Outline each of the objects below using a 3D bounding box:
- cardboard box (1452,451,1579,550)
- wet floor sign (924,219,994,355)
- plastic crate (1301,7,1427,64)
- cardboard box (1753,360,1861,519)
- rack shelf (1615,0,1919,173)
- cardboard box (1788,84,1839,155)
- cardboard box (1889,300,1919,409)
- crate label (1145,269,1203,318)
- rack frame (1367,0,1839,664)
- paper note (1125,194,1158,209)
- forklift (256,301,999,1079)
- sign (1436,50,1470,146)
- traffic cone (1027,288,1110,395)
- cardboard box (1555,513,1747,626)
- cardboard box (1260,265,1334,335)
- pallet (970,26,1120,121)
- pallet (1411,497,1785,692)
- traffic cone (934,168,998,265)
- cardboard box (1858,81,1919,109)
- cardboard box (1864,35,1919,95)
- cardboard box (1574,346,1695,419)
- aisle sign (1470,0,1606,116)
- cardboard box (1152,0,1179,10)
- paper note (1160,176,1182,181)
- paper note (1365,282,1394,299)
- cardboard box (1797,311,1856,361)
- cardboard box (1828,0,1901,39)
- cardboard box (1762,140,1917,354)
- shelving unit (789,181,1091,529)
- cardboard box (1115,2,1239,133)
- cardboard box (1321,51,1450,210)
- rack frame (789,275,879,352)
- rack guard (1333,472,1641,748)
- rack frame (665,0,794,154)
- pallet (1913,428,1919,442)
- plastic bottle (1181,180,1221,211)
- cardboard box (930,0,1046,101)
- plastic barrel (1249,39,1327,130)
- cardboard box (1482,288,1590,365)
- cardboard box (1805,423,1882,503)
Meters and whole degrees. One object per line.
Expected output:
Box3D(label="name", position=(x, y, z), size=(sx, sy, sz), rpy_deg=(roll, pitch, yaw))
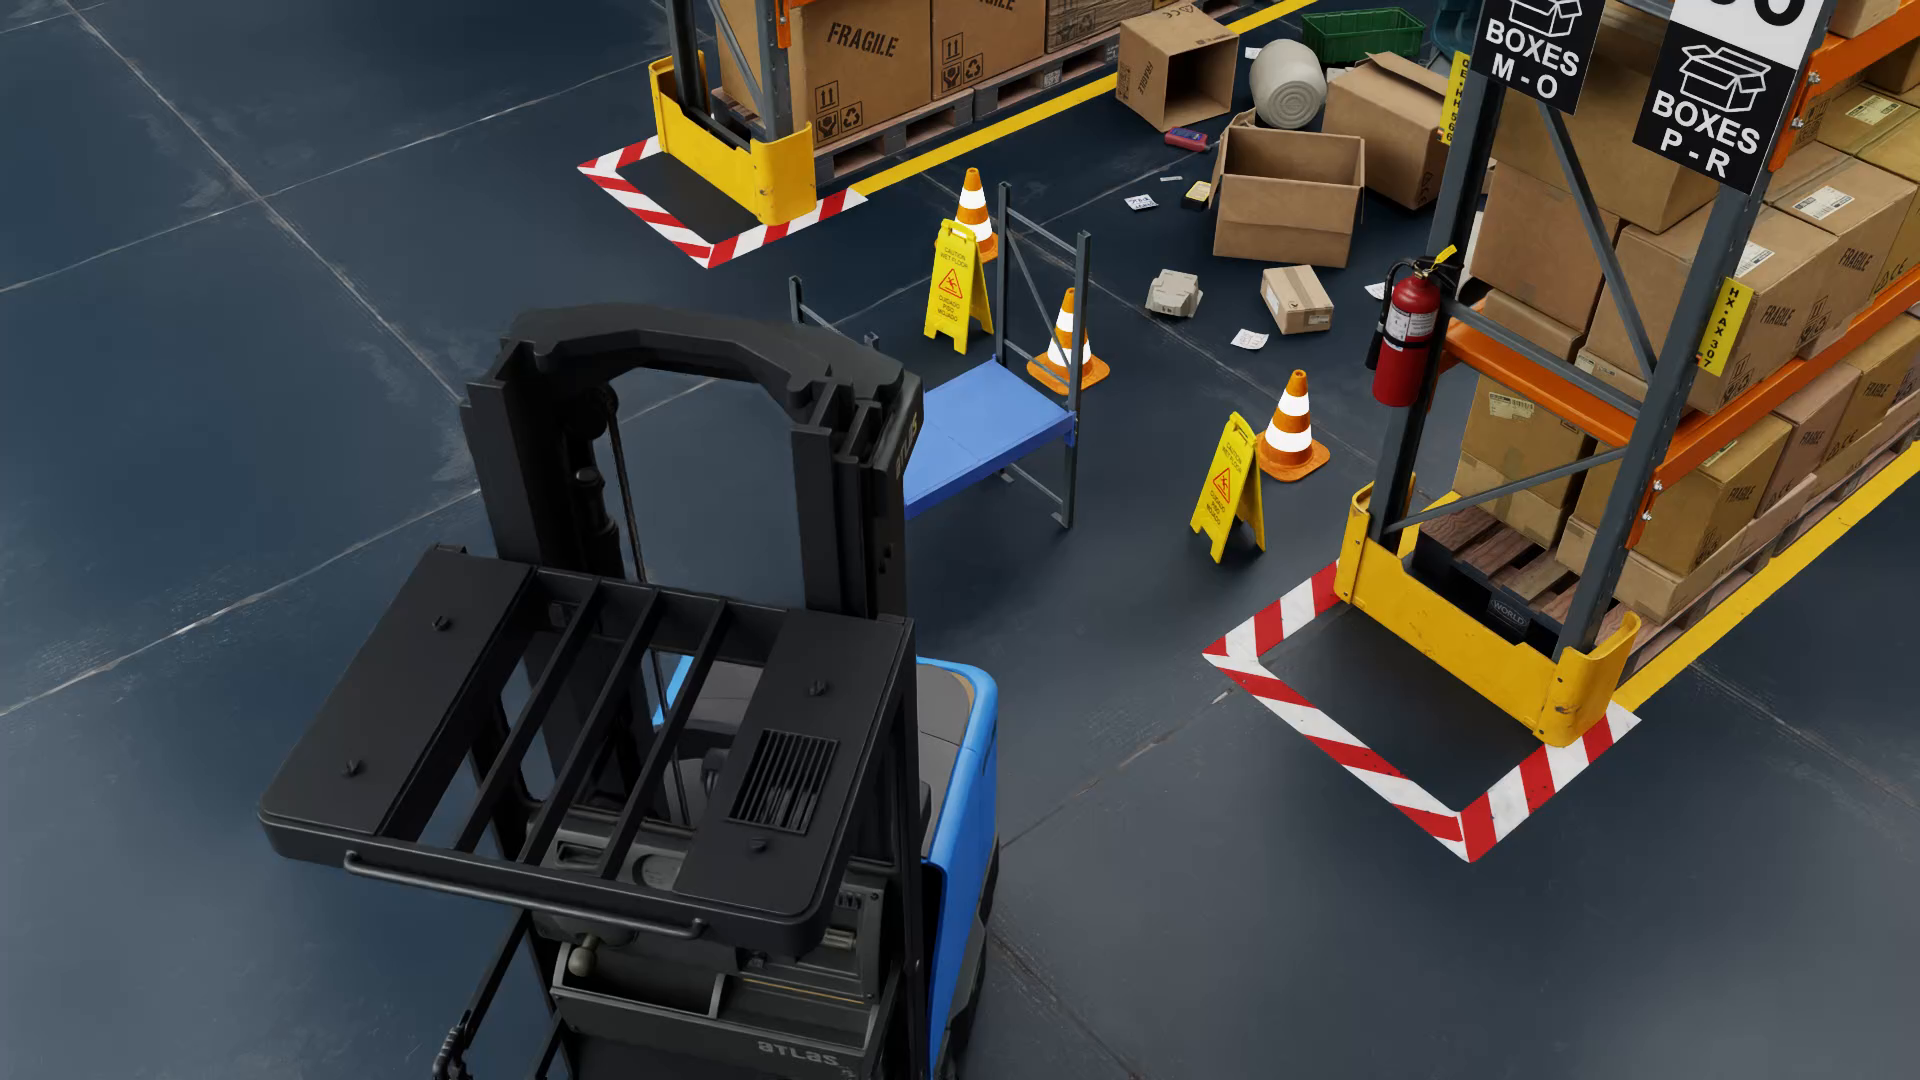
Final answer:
Box3D(label="cardboard box", position=(2.466, -0.282, 7.061), size=(0.500, 0.250, 0.500), rpy_deg=(-30, 51, -28))
Box3D(label="wet floor sign", position=(-0.005, -1.269, 8.130), size=(0.267, 0.644, 0.232), rpy_deg=(30, 51, 28))
Box3D(label="plastic crate", position=(2.522, -3.168, 10.444), size=(0.662, 0.188, 0.450), rpy_deg=(-7, 34, -7))
Box3D(label="cardboard box", position=(3.212, -0.501, 6.746), size=(0.500, 0.500, 0.500), rpy_deg=(-32, 52, -29))
Box3D(label="rack shelf", position=(3.534, -2.334, 5.879), size=(4.000, 0.370, 1.077), rpy_deg=(-30, 51, -28))
Box3D(label="cardboard box", position=(2.645, -1.691, 5.839), size=(0.500, 0.500, 0.700), rpy_deg=(-29, 51, -28))
Box3D(label="cardboard box", position=(4.007, -0.956, 7.231), size=(0.500, 0.500, 0.500), rpy_deg=(-27, 50, -26))
Box3D(label="crate label", position=(1.092, -1.259, 8.491), size=(0.250, 0.136, 0.298), rpy_deg=(14, 45, 15))
Box3D(label="rack frame", position=(2.000, -0.625, 5.724), size=(0.127, 3.000, 1.000), rpy_deg=(-30, 51, -28))
Box3D(label="paper note", position=(1.007, -1.876, 9.226), size=(0.142, 0.017, 0.144), rpy_deg=(-14, 45, -14))
Box3D(label="forklift", position=(-0.688, 1.034, 4.008), size=(1.130, 2.935, 3.031), rpy_deg=(9, 44, 9))
Box3D(label="sign", position=(1.659, -1.462, 5.539), size=(0.005, 0.325, 0.100), rpy_deg=(-30, 51, -28))
Box3D(label="traffic cone", position=(0.529, -1.000, 7.977), size=(0.334, 0.463, 0.336), rpy_deg=(-30, 51, -28))
Box3D(label="cardboard box", position=(2.796, 0.015, 6.744), size=(0.500, 0.250, 0.500), rpy_deg=(-30, 51, -28))
Box3D(label="cardboard box", position=(1.709, -1.222, 8.442), size=(0.250, 0.149, 0.380), rpy_deg=(-7, 44, -7))
Box3D(label="pallet", position=(0.245, -3.089, 10.384), size=(1.213, 0.211, 1.003), rpy_deg=(-30, 51, -28))
Box3D(label="pallet", position=(2.704, 0.020, 7.074), size=(1.213, 0.211, 1.003), rpy_deg=(-30, 51, -28))
Box3D(label="traffic cone", position=(0.065, -1.743, 8.767), size=(0.334, 0.463, 0.336), rpy_deg=(-30, 51, -28))
Box3D(label="cardboard box", position=(3.711, -1.513, 6.380), size=(0.500, 0.500, 0.500), rpy_deg=(-31, 51, -29))
Box3D(label="cardboard box", position=(3.442, -2.116, 6.291), size=(0.500, 0.500, 0.700), rpy_deg=(-30, 51, -28))
Box3D(label="cardboard box", position=(2.393, -0.574, 5.853), size=(0.250, 0.149, 0.380), rpy_deg=(-30, 51, -28))
Box3D(label="aisle sign", position=(1.766, -1.697, 4.967), size=(0.004, 0.787, 0.394), rpy_deg=(-30, 51, -28))
Box3D(label="cardboard box", position=(1.287, -4.076, 10.644), size=(0.875, 0.875, 0.875), rpy_deg=(-29, 50, -27))
Box3D(label="paper note", position=(1.198, -2.048, 9.423), size=(0.123, 0.001, 0.032), rpy_deg=(-7, 44, -7))
Box3D(label="paper note", position=(2.196, -1.293, 8.613), size=(0.142, 0.019, 0.148), rpy_deg=(-14, 45, -14))
Box3D(label="cardboard box", position=(3.057, -0.853, 6.151), size=(0.250, 0.149, 0.380), rpy_deg=(-29, 50, -27))
Box3D(label="cardboard box", position=(2.463, -1.602, 4.757), size=(0.250, 0.149, 0.380), rpy_deg=(-30, 51, -28))
Box3D(label="cardboard box", position=(2.936, -1.061, 5.899), size=(0.500, 0.500, 0.500), rpy_deg=(-28, 50, -27))
Box3D(label="shelving unit", position=(-0.065, -0.509, 6.697), size=(1.048, 1.500, 0.538), rpy_deg=(-30, 51, -28))
Box3D(label="cardboard box", position=(1.282, -2.806, 9.870), size=(0.500, 0.500, 0.500), rpy_deg=(-21, 47, -21))
Box3D(label="cardboard box", position=(2.435, -2.280, 9.211), size=(0.503, 0.637, 0.797), rpy_deg=(-30, 51, -28))
Box3D(label="rack frame", position=(-0.455, -0.286, 6.459), size=(0.032, 1.500, 0.500), rpy_deg=(-30, 51, -28))
Box3D(label="rack guard", position=(2.058, 0.253, 6.615), size=(0.348, 0.500, 1.175), rpy_deg=(-30, 51, -28))
Box3D(label="rack frame", position=(-1.254, -3.180, 8.445), size=(0.127, 3.000, 1.000), rpy_deg=(-30, 51, -28))
Box3D(label="pallet", position=(4.576, -1.052, 8.216), size=(1.213, 0.211, 1.003), rpy_deg=(-30, 51, -28))
Box3D(label="plastic bottle", position=(1.348, -1.937, 9.267), size=(0.133, 0.061, 0.283), rpy_deg=(22, 47, 21))
Box3D(label="cardboard box", position=(-0.102, -3.278, 9.795), size=(0.875, 0.875, 0.875), rpy_deg=(-31, 51, -28))
Box3D(label="plastic barrel", position=(1.929, -2.694, 9.809), size=(0.421, 0.421, 0.512), rpy_deg=(0, 43, 0))
Box3D(label="cardboard box", position=(2.150, -0.810, 6.105), size=(0.250, 0.149, 0.380), rpy_deg=(-28, 50, -27))
Box3D(label="cardboard box", position=(3.603, -0.451, 7.241), size=(0.500, 0.250, 0.500), rpy_deg=(-26, 49, -25))
